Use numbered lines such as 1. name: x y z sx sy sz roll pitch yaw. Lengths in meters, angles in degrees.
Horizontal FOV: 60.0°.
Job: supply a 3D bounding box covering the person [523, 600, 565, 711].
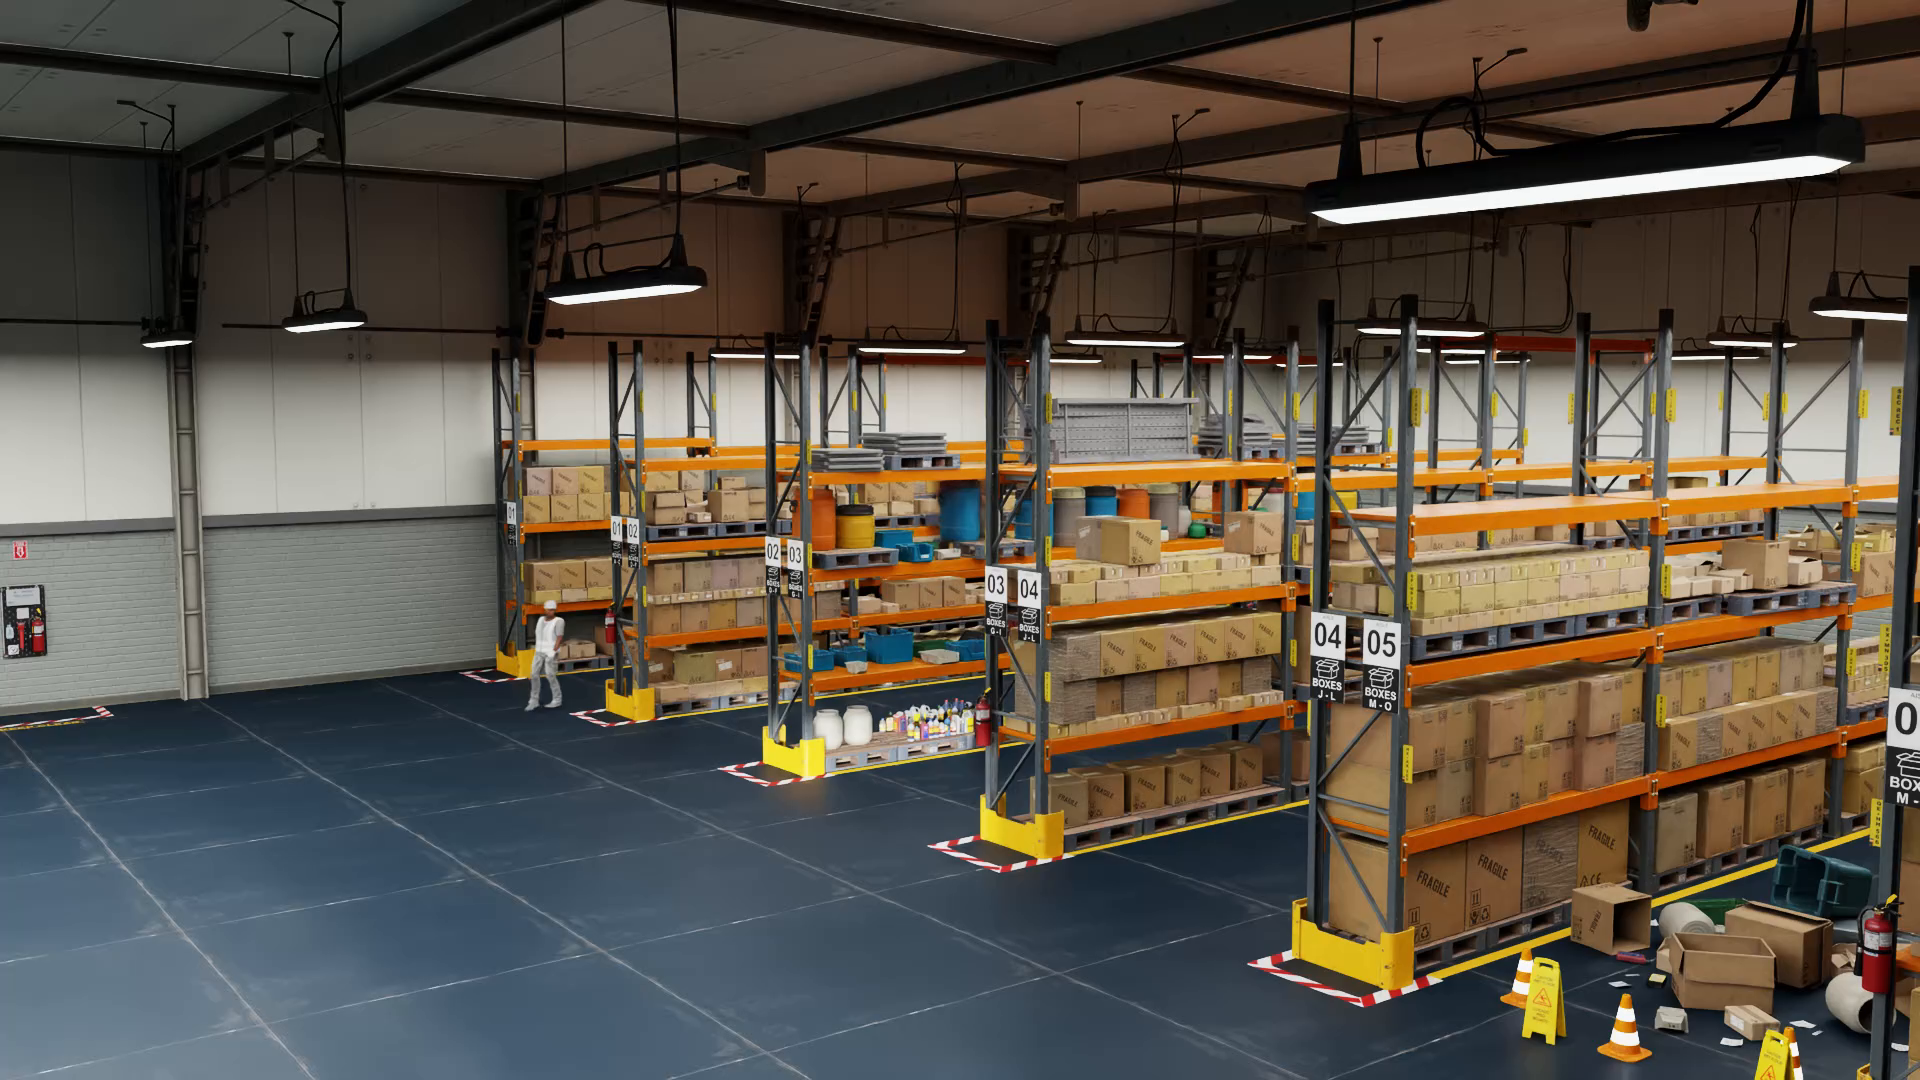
1. person: -6.826 1.906 27.242 0.582 1.825 0.622 3 6 27
